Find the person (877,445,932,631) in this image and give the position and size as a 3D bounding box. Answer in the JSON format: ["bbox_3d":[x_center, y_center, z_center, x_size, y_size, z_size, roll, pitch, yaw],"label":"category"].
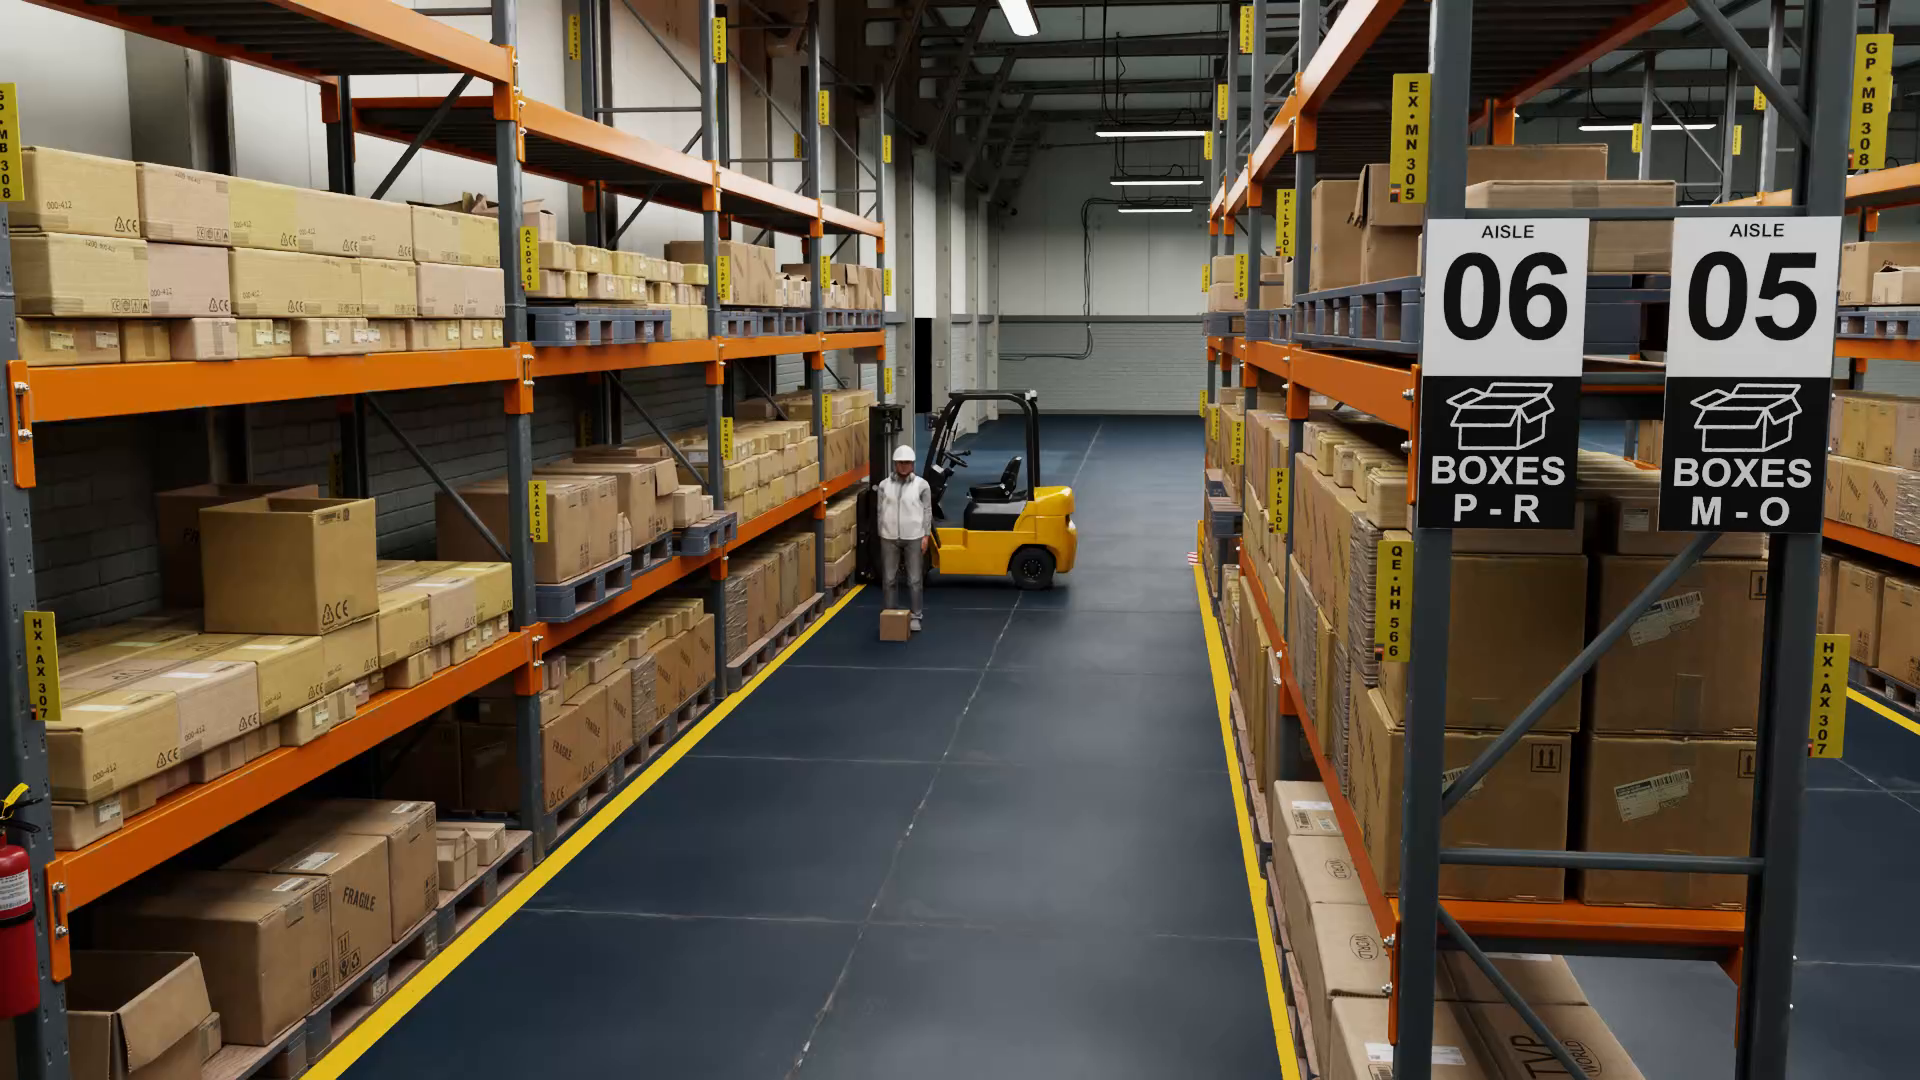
[{"bbox_3d":[-0.533,-0.020,15.862,0.531,1.769,0.359,1,8,8],"label":"person"}]
